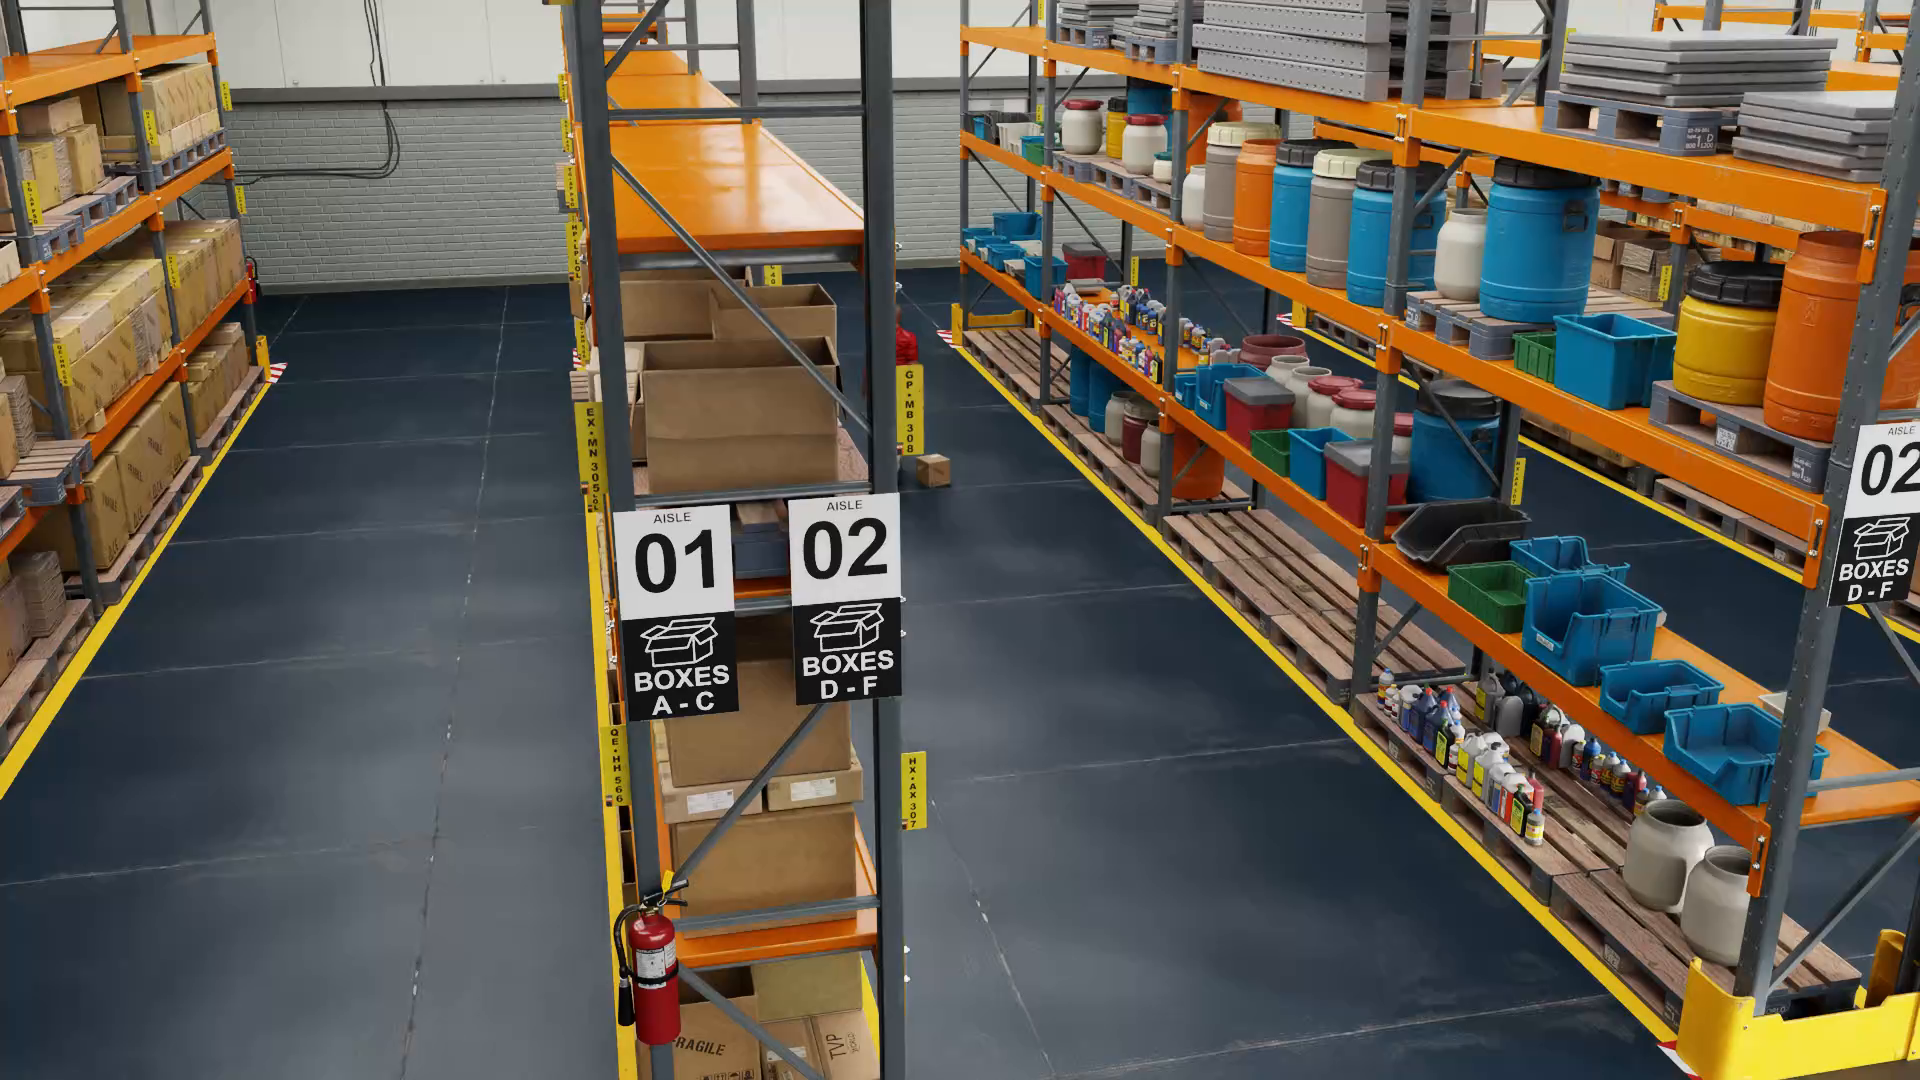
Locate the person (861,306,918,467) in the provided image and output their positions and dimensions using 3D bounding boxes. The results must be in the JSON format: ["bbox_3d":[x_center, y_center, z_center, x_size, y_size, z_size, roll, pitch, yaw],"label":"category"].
[{"bbox_3d":[-0.704,-1.549,16.779,0.553,1.678,1.003,-5,20,-14],"label":"person"}]
